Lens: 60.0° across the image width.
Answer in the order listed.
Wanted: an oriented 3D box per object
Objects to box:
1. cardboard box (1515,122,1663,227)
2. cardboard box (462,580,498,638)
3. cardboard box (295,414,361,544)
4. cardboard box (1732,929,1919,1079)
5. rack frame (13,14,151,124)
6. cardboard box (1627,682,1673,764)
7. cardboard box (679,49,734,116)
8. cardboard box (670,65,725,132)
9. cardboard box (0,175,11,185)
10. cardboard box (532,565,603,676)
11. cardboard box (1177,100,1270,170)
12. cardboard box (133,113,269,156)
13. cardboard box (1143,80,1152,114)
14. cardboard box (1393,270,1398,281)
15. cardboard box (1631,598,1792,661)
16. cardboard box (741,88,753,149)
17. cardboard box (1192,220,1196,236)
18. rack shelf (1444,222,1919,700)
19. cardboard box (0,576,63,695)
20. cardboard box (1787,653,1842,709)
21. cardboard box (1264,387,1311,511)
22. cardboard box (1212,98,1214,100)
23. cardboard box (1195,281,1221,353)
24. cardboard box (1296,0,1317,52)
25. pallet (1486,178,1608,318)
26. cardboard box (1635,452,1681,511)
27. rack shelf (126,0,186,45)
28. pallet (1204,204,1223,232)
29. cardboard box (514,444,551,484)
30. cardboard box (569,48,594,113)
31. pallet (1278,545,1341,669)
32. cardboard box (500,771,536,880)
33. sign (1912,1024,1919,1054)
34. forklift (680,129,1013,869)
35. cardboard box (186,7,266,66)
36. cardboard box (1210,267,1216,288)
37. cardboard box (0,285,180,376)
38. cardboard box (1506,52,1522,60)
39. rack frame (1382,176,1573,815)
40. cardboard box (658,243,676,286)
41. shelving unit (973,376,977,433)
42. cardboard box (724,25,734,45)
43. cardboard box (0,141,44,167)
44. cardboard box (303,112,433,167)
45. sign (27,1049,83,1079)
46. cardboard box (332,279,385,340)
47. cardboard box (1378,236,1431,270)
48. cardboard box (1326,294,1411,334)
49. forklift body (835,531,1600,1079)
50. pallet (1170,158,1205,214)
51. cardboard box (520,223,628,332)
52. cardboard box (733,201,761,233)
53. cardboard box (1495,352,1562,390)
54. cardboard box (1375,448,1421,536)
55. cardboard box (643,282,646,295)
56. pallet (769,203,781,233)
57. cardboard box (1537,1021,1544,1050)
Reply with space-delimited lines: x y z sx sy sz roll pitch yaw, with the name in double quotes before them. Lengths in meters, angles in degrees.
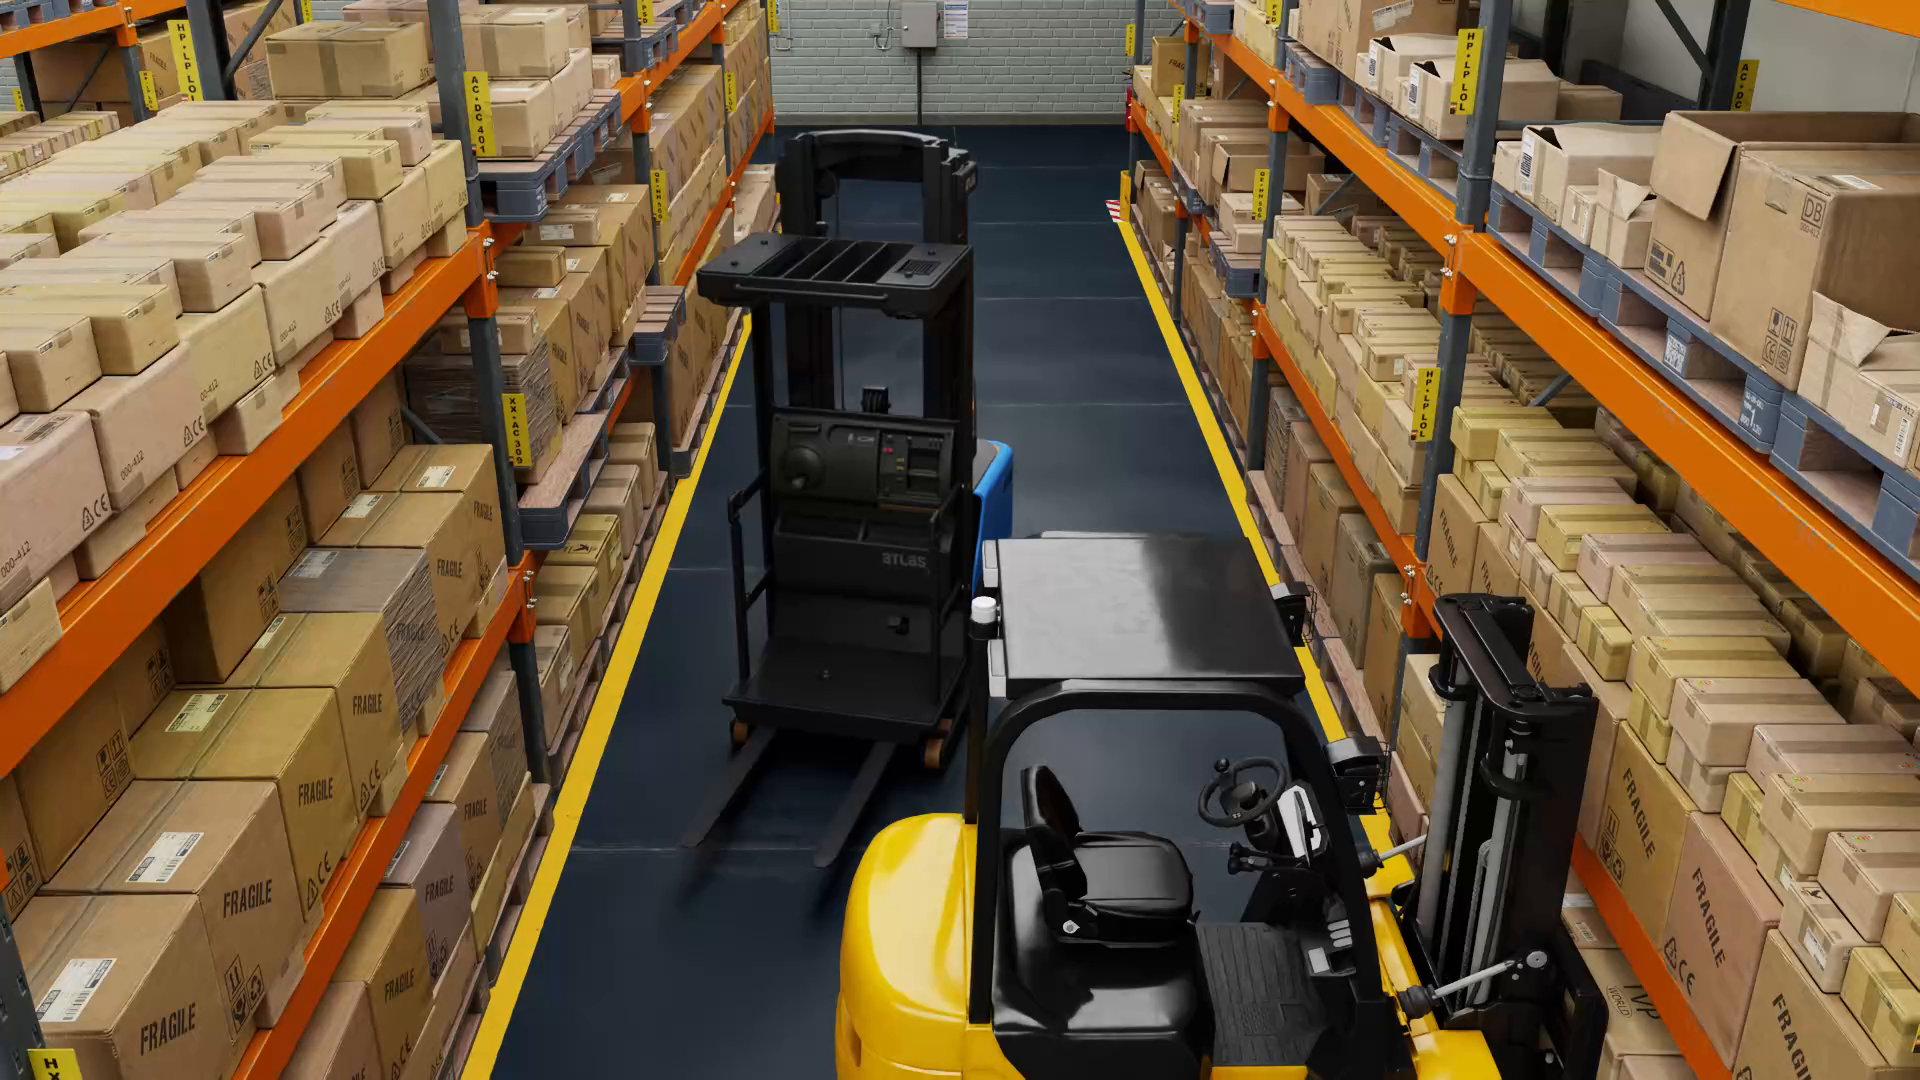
"cardboard box" 2.292 -1.311 5.846 0.500 0.311 0.500 0 24 1
"cardboard box" -2.119 0.280 6.796 0.380 0.149 0.250 0 24 1
"cardboard box" -2.665 -0.312 6.104 0.700 0.500 0.500 0 24 0
"cardboard box" 2.303 1.309 4.094 0.500 0.500 0.500 -1 24 -2
"rack frame" -7.472 -3.301 14.408 1.000 3.000 0.127 0 24 -1
"cardboard box" 2.248 0.545 4.996 0.380 0.149 0.250 0 24 0
"cardboard box" -2.287 -4.063 14.759 0.500 0.500 0.500 0 24 0
"cardboard box" -2.268 -3.683 13.918 0.500 0.500 0.500 1 24 1
"cardboard box" -7.249 -2.596 12.283 0.380 0.149 0.250 0 24 -1
"cardboard box" -2.456 0.425 8.849 0.950 0.372 0.625 1 24 3
"cardboard box" 2.221 -3.425 14.052 0.700 0.500 0.500 0 24 1
"cardboard box" -2.727 -1.445 6.003 0.380 0.149 0.250 0 24 1
"cardboard box" 2.146 -4.499 16.879 0.500 0.250 0.500 -1 24 -2
"cardboard box" 2.773 -1.505 10.013 0.500 0.250 0.500 0 24 0
"cardboard box" 2.333 0.301 5.175 0.380 0.149 0.250 0 24 0
"cardboard box" -2.267 -4.017 15.871 0.500 0.500 0.500 0 24 0
"cardboard box" 2.238 -2.723 14.507 0.380 0.149 0.250 -1 24 -1
"rack shelf" 2.549 -0.307 5.021 1.077 0.370 4.000 0 24 -1
"cardboard box" -2.072 0.190 3.355 0.380 0.149 0.250 0 24 -1
"cardboard box" 2.832 0.443 5.223 0.380 0.149 0.250 0 24 -1
"cardboard box" 2.476 -0.593 10.792 0.875 0.625 0.625 1 24 1
"cardboard box" 2.688 -4.080 15.953 0.500 0.250 0.500 0 24 1
"cardboard box" 2.237 -1.816 13.648 0.500 0.500 0.500 -1 24 -2
"cardboard box" 2.248 -3.090 9.550 0.500 0.500 0.500 0 24 0
"pallet" 2.562 -1.067 5.937 1.003 0.211 1.213 0 24 -1
"cardboard box" 2.810 -0.226 6.340 0.380 0.149 0.250 0 24 -1
"rack shelf" -7.494 -5.164 15.761 1.077 0.370 4.000 0 24 -1
"pallet" 2.457 -2.454 12.769 1.003 0.211 1.213 0 24 -1
"cardboard box" -2.127 -0.374 7.733 0.380 0.149 0.250 0 24 0
"cardboard box" -2.076 -2.217 8.044 0.500 0.250 0.500 -1 24 -1
"pallet" 2.464 0.371 9.673 1.003 0.211 1.213 0 24 -1
"cardboard box" -2.161 1.236 7.205 0.500 0.250 0.500 1 24 2
"sign" 2.028 0.917 3.389 0.100 0.325 0.005 0 24 -1
"forklift" -0.535 -0.369 8.009 1.130 2.935 3.031 6 25 13
"cardboard box" -7.242 -4.975 16.415 0.500 0.500 0.500 1 24 2
"cardboard box" 2.254 -2.152 13.605 0.380 0.149 0.250 0 24 -1
"cardboard box" -2.081 -0.494 3.899 0.380 0.149 0.250 0 24 -1
"cardboard box" 2.583 -2.360 8.342 0.380 0.166 0.250 0 24 -1
"rack frame" 2.527 -0.092 7.314 1.000 3.000 0.127 0 24 -1
"cardboard box" -2.234 -1.851 11.384 0.500 0.250 0.500 -1 24 -1
"shelving unit" -0.001 -0.500 10.582 0.215 1.050 0.252 0 24 -1
"cardboard box" -2.273 -4.606 15.172 0.380 0.149 0.250 0 24 -1
"cardboard box" -7.259 -2.947 12.700 0.380 0.149 0.250 -1 24 -3
"cardboard box" -2.135 -1.447 6.007 0.380 0.149 0.250 -1 24 -2
"sign" -1.850 1.183 3.444 0.100 0.325 0.005 0 24 -1
"cardboard box" -2.131 -0.768 5.472 0.380 0.149 0.250 0 24 1
"cardboard box" 2.746 -1.734 10.035 0.380 0.149 0.250 0 24 -1
"cardboard box" 2.177 -1.208 8.873 0.380 0.149 0.250 -1 24 -2
"forklift body" 0.726 1.170 5.554 2.313 2.155 1.214 0 24 -1
"pallet" 2.339 -2.971 13.913 1.003 0.211 1.213 0 24 -1
"cardboard box" -2.174 -1.482 9.395 0.500 0.500 0.500 -2 24 -4
"cardboard box" -2.434 -3.017 16.380 0.875 0.438 0.875 -1 24 -2
"cardboard box" 2.785 -0.793 7.954 0.380 0.149 0.250 0 24 -1
"cardboard box" 2.260 -0.230 7.801 0.500 0.250 0.500 0 24 1
"cardboard box" -2.166 -1.549 10.330 0.380 0.149 0.250 0 24 0
"pallet" -2.480 -3.413 18.041 1.003 0.211 1.213 0 24 -1
"cardboard box" 2.229 1.565 5.870 0.500 0.250 0.500 0 24 -1
